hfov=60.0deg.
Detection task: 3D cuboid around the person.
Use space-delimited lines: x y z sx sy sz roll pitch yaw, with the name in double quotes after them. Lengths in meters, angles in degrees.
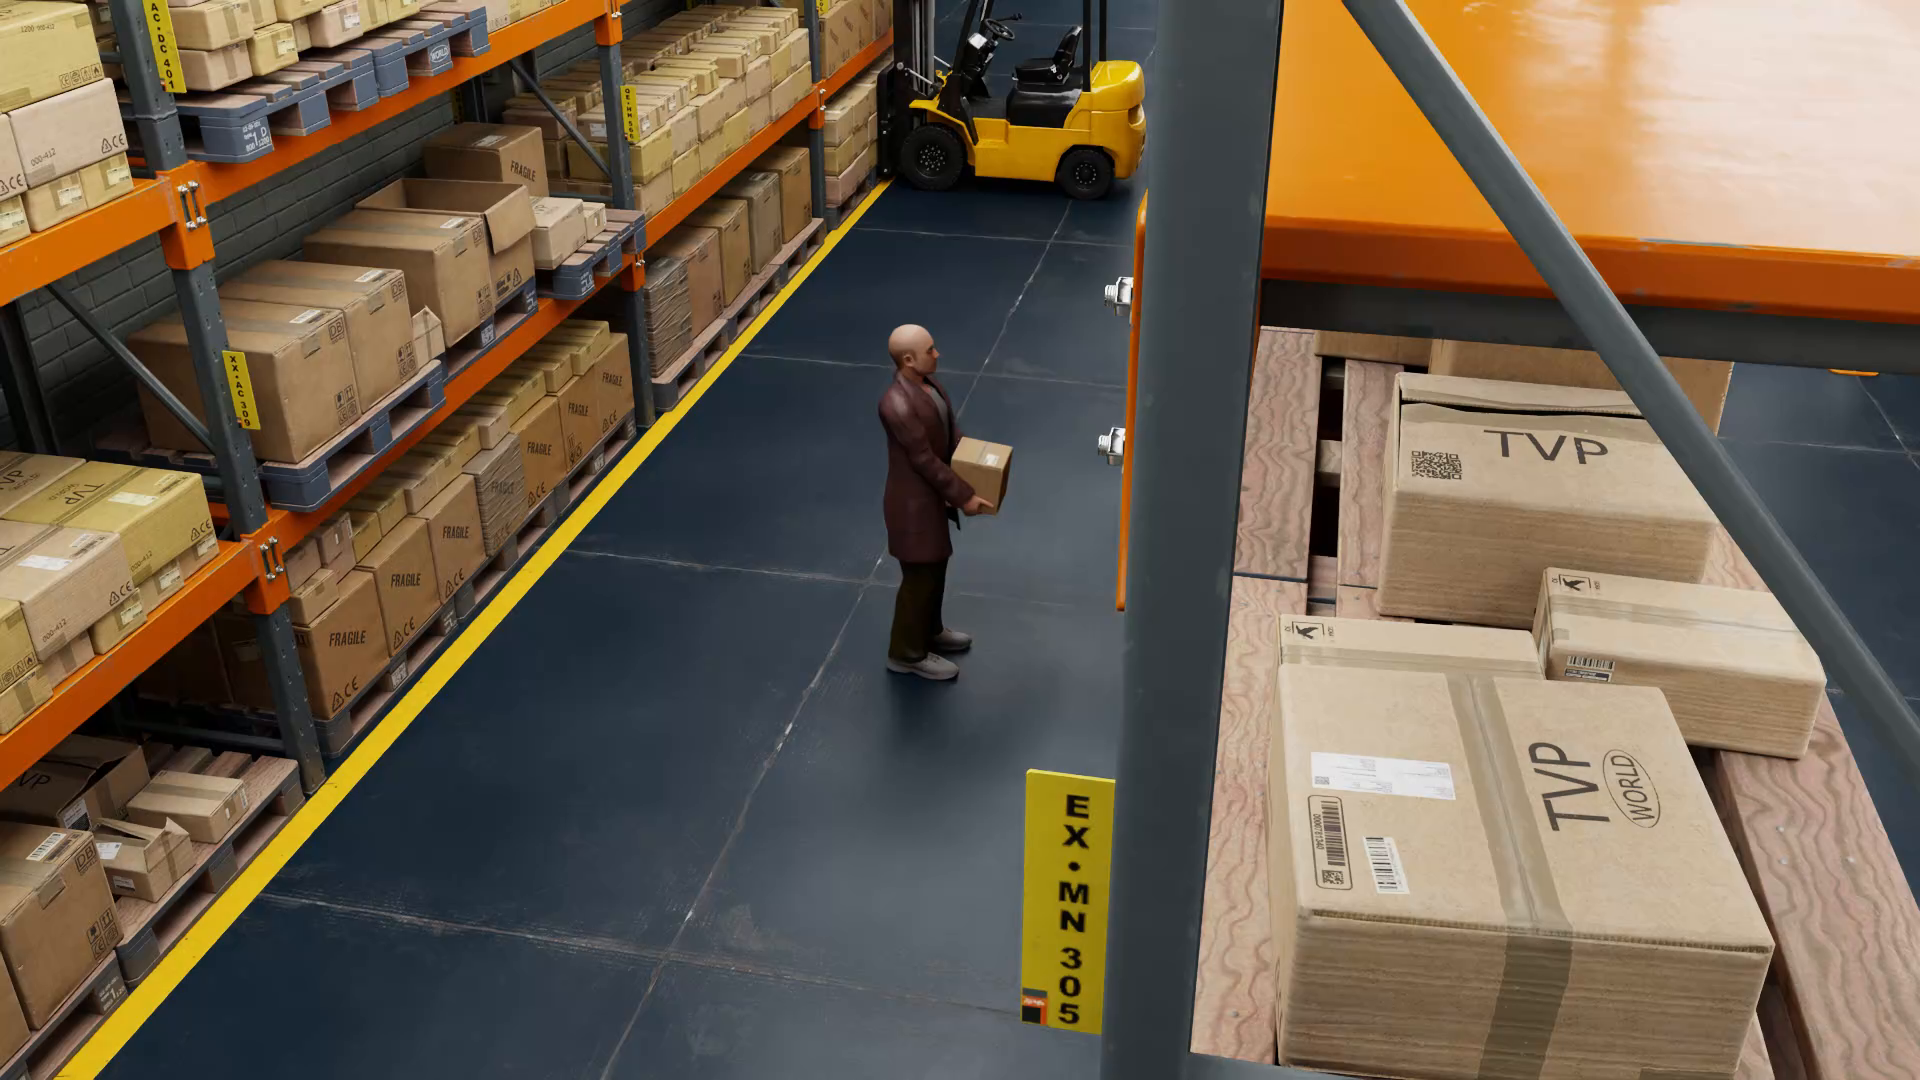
-0.080 -0.177 7.971 0.552 1.778 0.524 6 29 11 "person"
